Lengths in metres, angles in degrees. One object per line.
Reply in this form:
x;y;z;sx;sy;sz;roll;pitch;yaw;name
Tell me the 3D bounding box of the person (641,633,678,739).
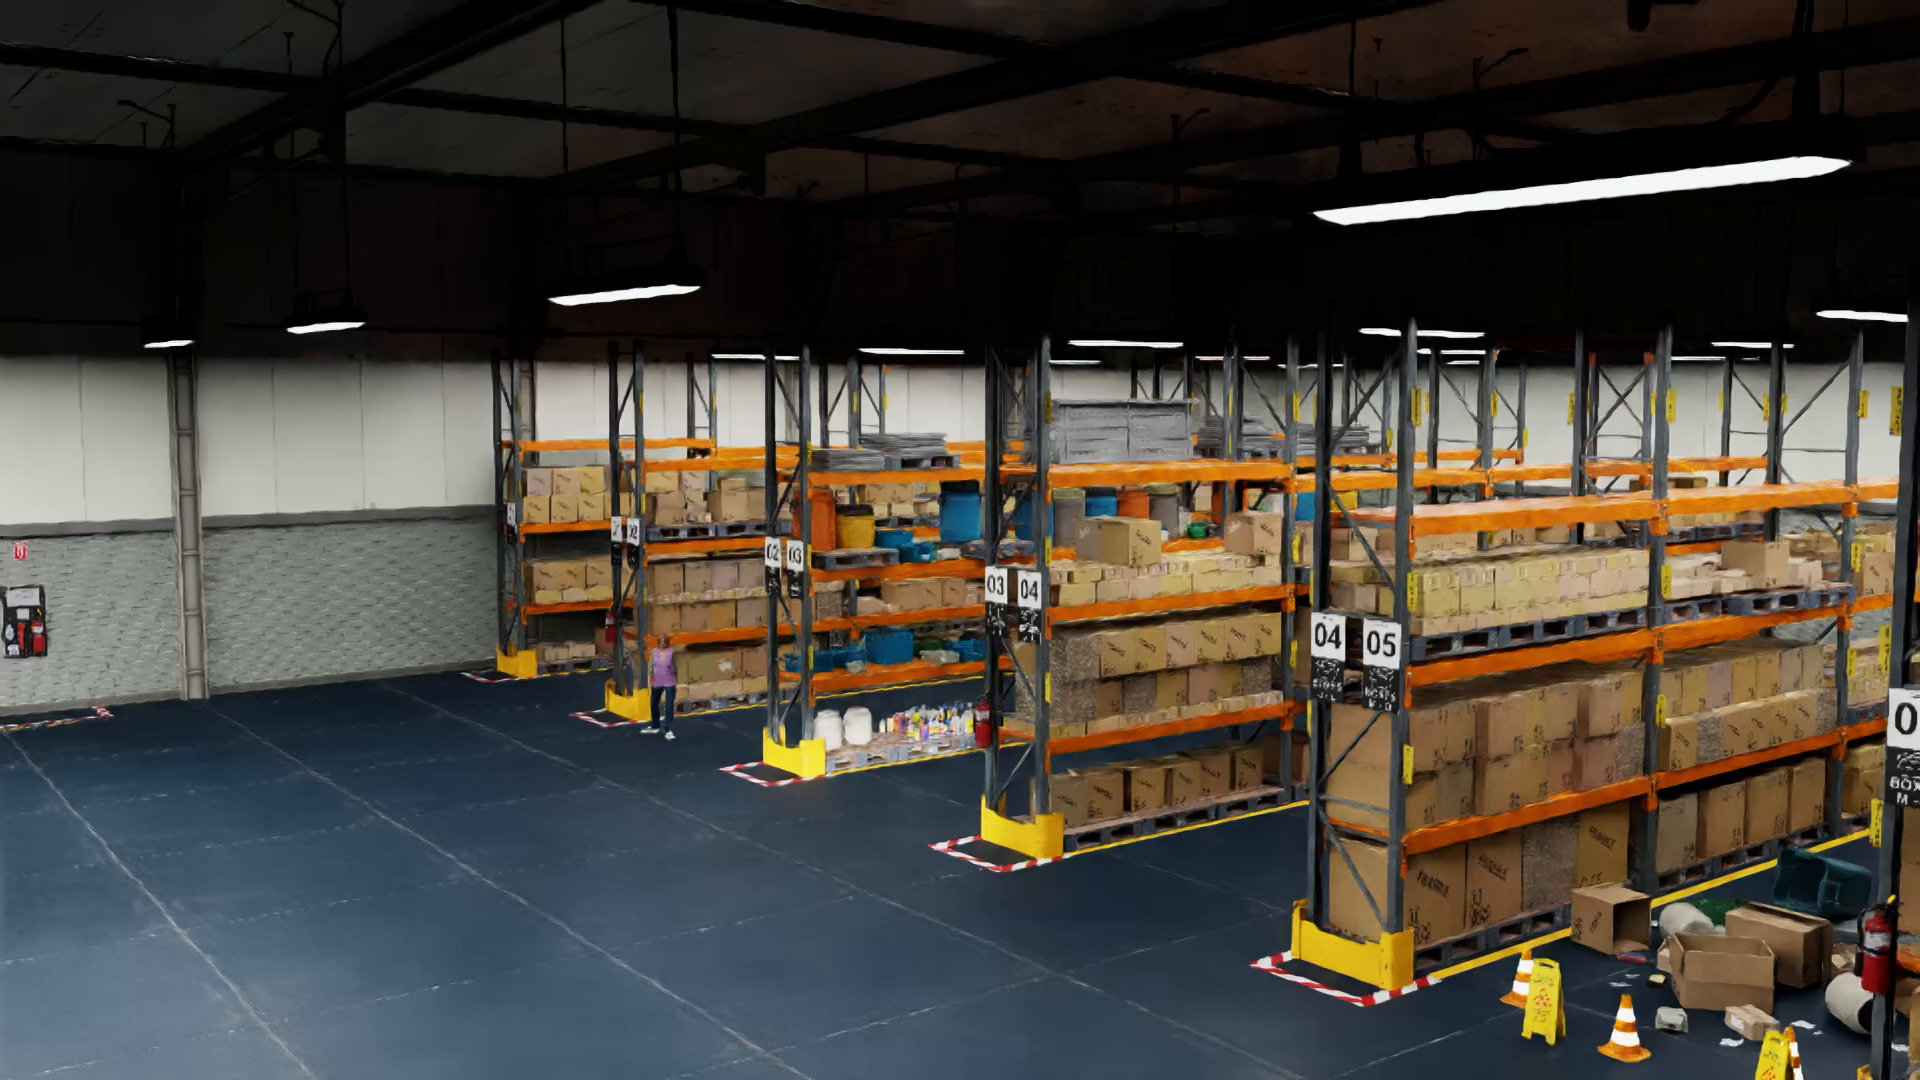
-4.549;2.200;25.027;0.596;1.552;0.447;0;5;4;person
